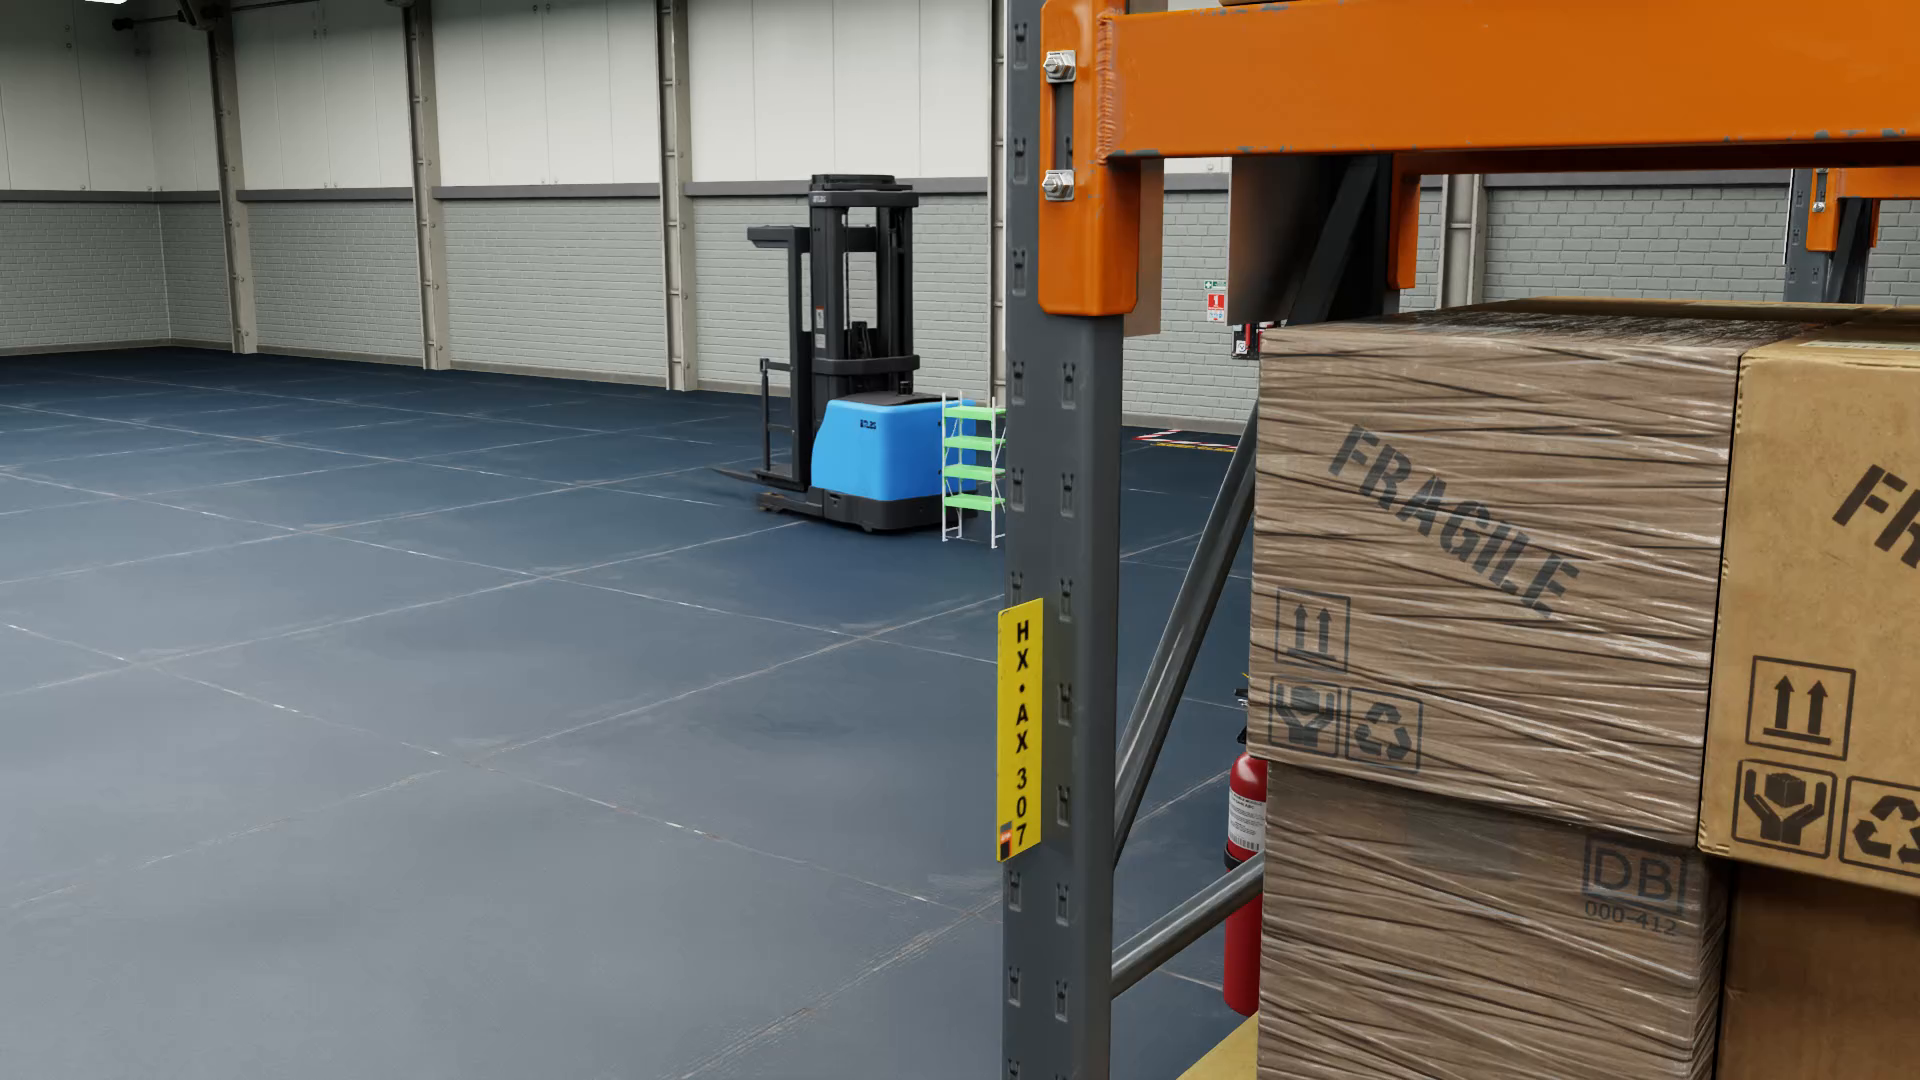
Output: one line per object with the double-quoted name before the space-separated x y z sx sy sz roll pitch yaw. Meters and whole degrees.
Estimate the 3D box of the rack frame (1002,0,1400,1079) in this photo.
"rack frame" 0.397 0.583 2.619 0.053 2.616 0.949 8 13 36

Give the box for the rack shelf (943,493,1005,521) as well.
"rack shelf" 0.133 -0.272 13.377 0.480 0.148 0.258 8 13 36

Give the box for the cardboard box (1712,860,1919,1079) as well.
"cardboard box" 1.300 0.491 2.047 0.500 0.500 0.875 8 13 36

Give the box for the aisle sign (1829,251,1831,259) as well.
"aisle sign" 3.449 -1.506 6.571 0.004 0.787 0.394 8 13 36

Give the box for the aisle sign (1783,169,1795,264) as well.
"aisle sign" 3.099 -1.415 6.104 0.004 0.787 0.394 8 13 36

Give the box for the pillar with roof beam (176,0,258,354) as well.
"pillar with roof beam" -16.457 -7.405 28.116 0.548 9.000 9.100 8 13 36

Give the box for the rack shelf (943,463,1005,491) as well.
"rack shelf" 0.133 -0.508 13.332 0.480 0.148 0.258 8 13 36

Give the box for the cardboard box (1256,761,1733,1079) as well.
"cardboard box" 0.826 0.453 2.243 0.500 0.500 0.875 8 13 36

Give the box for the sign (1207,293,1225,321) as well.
"sign" 3.081 -2.800 20.011 0.234 0.329 0.001 8 13 36

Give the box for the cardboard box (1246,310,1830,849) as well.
"cardboard box" 0.681 0.000 1.954 0.500 0.500 0.500 8 13 36

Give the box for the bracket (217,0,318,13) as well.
"bracket" -11.708 -9.441 29.162 4.783 0.066 0.076 8 13 36

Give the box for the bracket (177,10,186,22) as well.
"bracket" -14.454 -9.824 31.141 0.430 0.232 0.235 8 13 36

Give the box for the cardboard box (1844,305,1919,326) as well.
"cardboard box" 1.395 -0.024 2.079 0.500 0.500 0.500 8 13 36

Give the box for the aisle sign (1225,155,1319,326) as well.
"aisle sign" 0.527 -0.747 2.648 0.004 0.787 0.394 8 13 36

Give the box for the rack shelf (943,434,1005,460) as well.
"rack shelf" 0.133 -0.743 13.286 0.480 0.148 0.258 8 13 36

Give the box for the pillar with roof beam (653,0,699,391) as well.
"pillar with roof beam" -6.785 -6.056 21.142 0.400 9.000 9.100 8 13 36

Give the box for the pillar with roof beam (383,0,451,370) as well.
"pillar with roof beam" -11.621 -6.731 24.629 0.548 9.000 9.100 8 13 36

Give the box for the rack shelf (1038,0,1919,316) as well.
"rack shelf" 2.011 -0.312 1.243 4.000 0.370 1.077 8 13 36

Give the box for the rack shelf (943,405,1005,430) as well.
"rack shelf" 0.133 -0.979 13.240 0.480 0.148 0.258 8 13 36

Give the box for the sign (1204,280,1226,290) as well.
"sign" 3.080 -3.058 19.951 0.331 0.109 0.001 8 13 36

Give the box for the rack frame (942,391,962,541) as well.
"rack frame" -0.063 -0.598 13.461 0.015 1.200 0.240 8 13 36

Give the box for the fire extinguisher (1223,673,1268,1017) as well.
"fire extinguisher" 0.580 0.537 3.060 0.183 0.674 0.296 8 13 36

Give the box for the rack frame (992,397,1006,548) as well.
"rack frame" 0.330 -0.543 13.178 0.015 1.200 0.240 8 13 36

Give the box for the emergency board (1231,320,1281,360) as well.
"emergency board" 3.466 -2.704 19.612 0.643 1.169 0.194 8 13 36

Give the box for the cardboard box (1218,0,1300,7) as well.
"cardboard box" 0.634 -0.723 1.867 0.500 0.250 0.500 8 14 37

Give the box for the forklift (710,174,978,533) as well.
"forklift" -1.172 -1.726 14.737 1.130 2.935 3.031 -9 14 -39

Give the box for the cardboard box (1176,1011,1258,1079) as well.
"cardboard box" 0.488 0.774 2.291 0.250 0.149 0.380 8 13 36

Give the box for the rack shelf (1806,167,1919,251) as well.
"rack shelf" 4.943 -1.070 5.162 4.000 0.370 1.077 8 13 36

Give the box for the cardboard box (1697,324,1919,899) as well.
"cardboard box" 1.080 0.057 1.658 0.500 0.500 0.500 8 13 36

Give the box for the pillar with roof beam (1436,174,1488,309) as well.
"pillar with roof beam" 2.887 -4.707 14.169 0.400 9.000 9.100 8 13 36

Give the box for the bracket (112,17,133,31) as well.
"bracket" -16.364 -10.090 32.518 0.430 0.232 0.235 8 13 36

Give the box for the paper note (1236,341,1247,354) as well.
"paper note" 3.364 -2.302 19.853 0.142 0.148 0.016 8 13 36

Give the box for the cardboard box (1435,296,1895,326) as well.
"cardboard box" 0.989 -0.080 2.365 0.500 0.500 0.500 8 13 36

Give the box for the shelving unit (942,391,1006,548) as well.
"shelving unit" 0.133 -0.570 13.320 0.503 1.200 0.258 8 13 36

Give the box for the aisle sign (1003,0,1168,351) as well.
"aisle sign" 0.172 -0.655 2.173 0.004 0.787 0.394 8 13 36

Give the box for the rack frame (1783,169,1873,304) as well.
"rack frame" 3.331 -0.176 6.541 0.127 3.000 1.000 8 13 36

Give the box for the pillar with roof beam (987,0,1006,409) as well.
"pillar with roof beam" -1.949 -5.382 17.656 0.400 9.000 9.100 8 13 36

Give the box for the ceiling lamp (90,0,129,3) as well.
"ceiling lamp" -13.731 -9.736 24.797 0.800 3.185 2.000 8 13 36

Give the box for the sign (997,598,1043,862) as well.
"sign" 0.078 0.241 2.110 0.005 0.325 0.100 8 13 36

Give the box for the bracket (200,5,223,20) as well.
"bracket" -13.785 -9.731 30.659 0.430 0.232 0.235 8 13 36

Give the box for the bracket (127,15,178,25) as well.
"bracket" -15.888 -10.024 32.175 3.189 0.066 0.076 8 13 36
